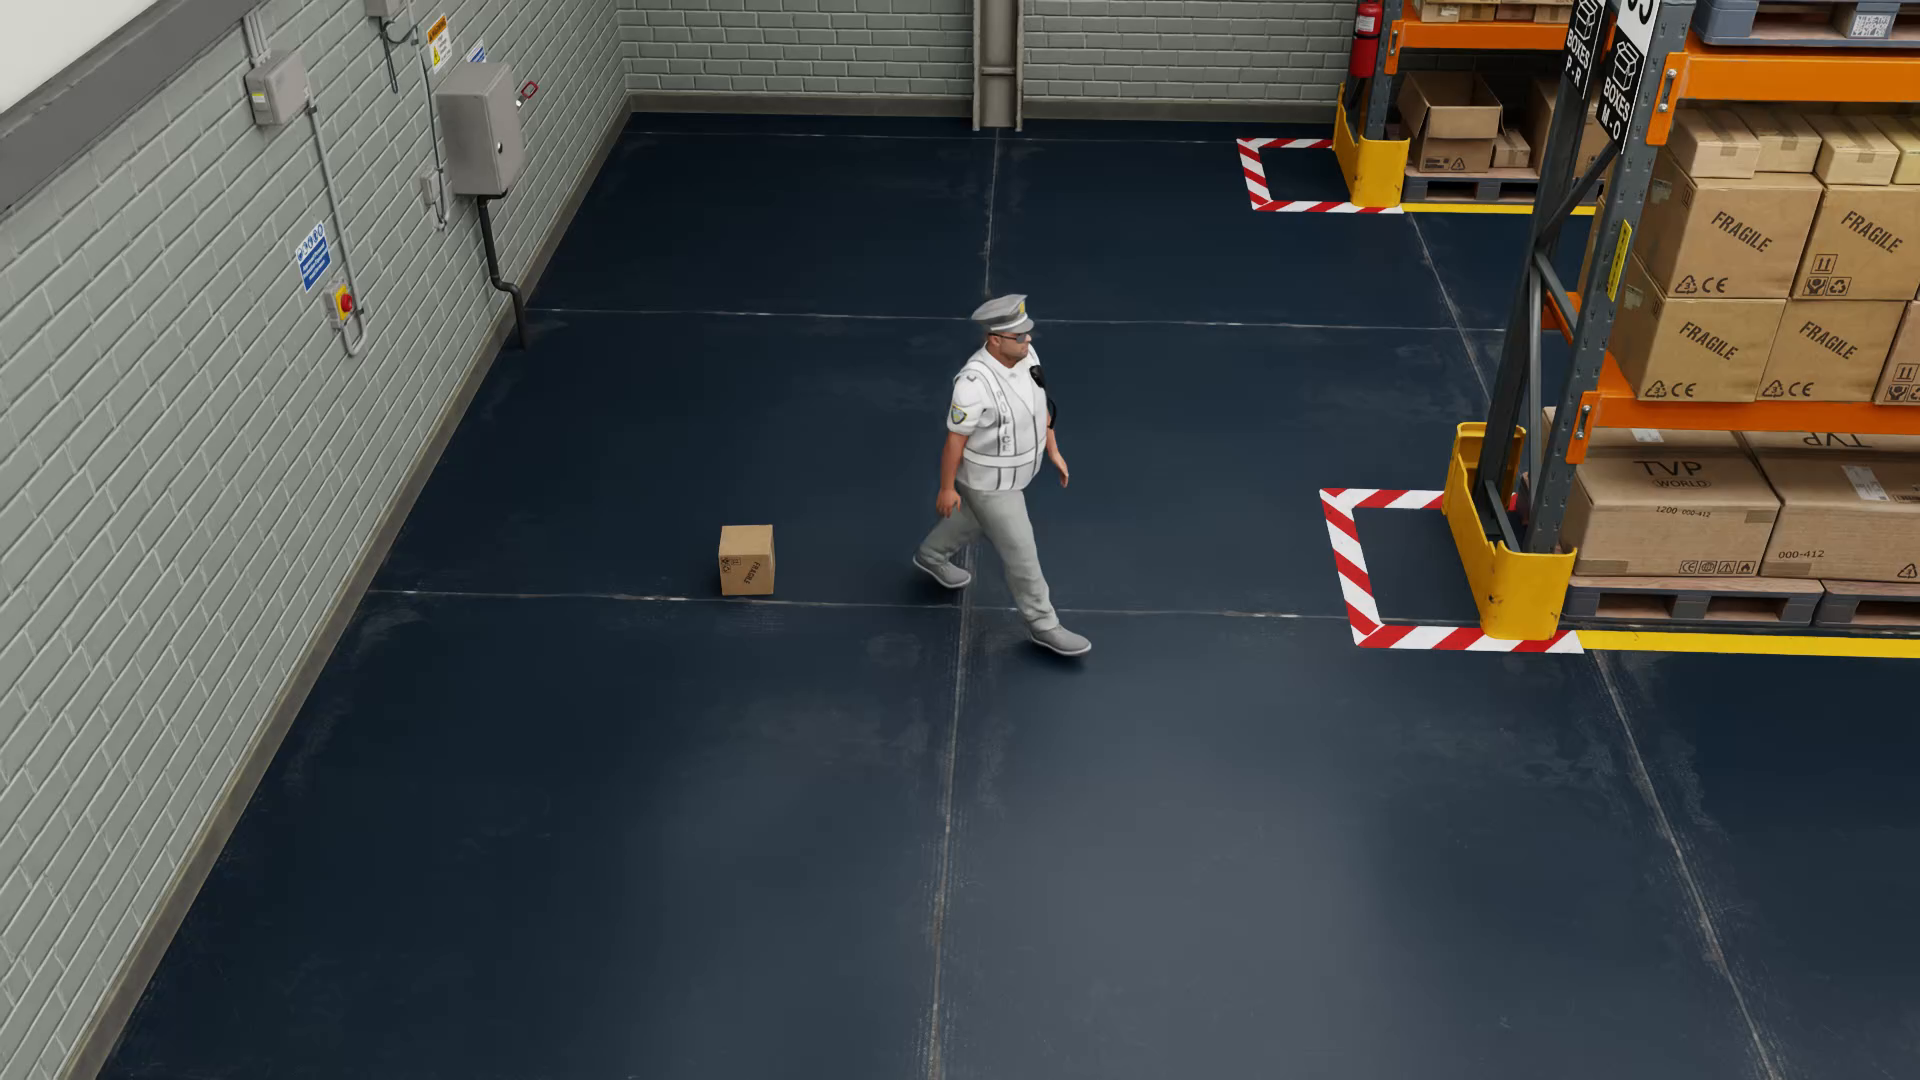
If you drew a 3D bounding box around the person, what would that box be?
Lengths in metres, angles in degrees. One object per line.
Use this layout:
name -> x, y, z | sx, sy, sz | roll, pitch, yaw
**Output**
person -> 0.199, -0.340, 7.583 | 1.068, 1.725, 0.565 | 18, 39, 24
